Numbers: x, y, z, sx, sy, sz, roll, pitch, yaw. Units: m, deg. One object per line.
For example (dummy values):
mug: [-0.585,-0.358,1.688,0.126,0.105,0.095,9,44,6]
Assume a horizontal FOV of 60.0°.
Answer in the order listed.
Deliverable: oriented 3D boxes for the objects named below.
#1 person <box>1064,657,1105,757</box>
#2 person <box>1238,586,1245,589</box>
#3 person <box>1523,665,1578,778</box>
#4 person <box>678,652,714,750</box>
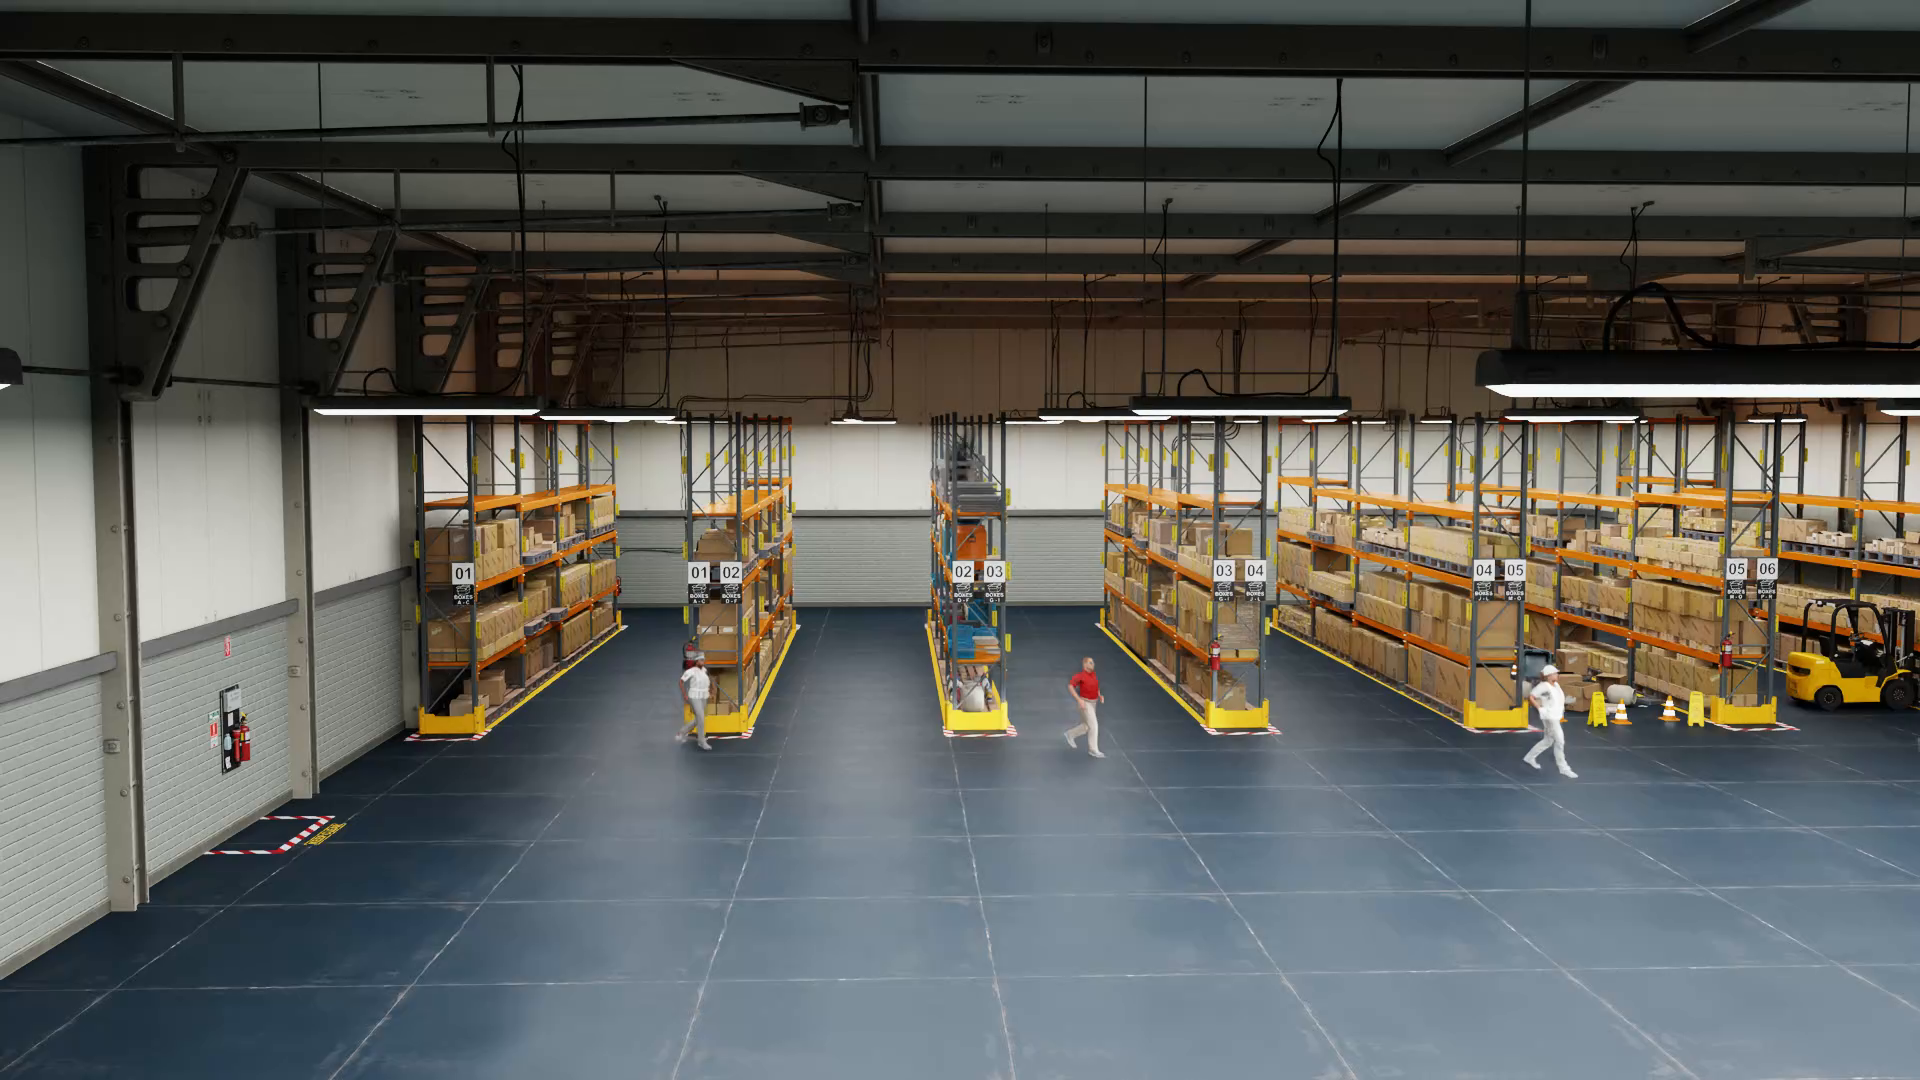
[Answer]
person: [2.176,2.904,29.083,0.868,1.728,0.675,2,5,32]
person: [7.846,1.714,46.739,0.724,1.724,0.664,1,4,7]
person: [9.696,2.943,27.240,0.918,1.790,0.678,3,5,35]
person: [-4.669,2.863,29.795,0.793,1.689,0.616,3,5,36]
